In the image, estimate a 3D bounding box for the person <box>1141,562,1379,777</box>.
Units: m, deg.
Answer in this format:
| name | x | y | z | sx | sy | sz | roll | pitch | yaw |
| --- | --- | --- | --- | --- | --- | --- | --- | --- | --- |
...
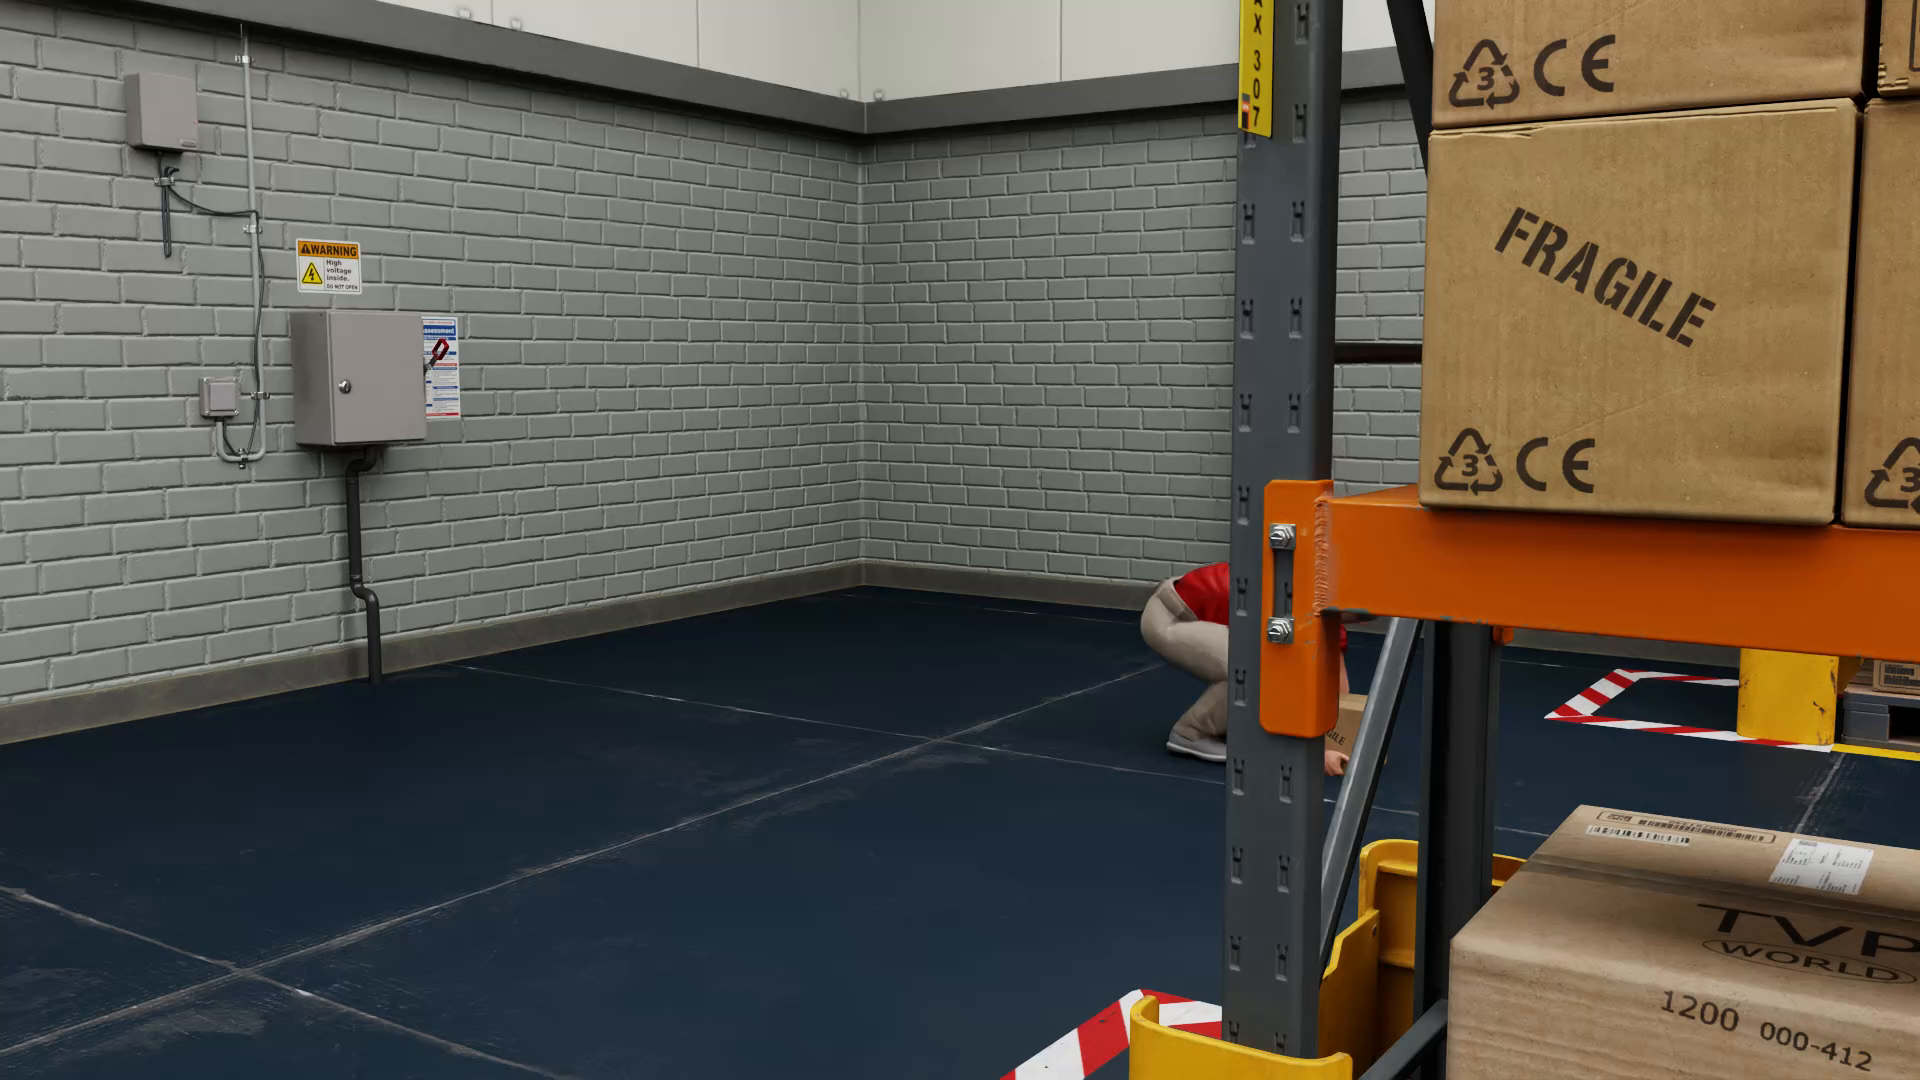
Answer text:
| name | x | y | z | sx | sy | sz | roll | pitch | yaw |
| --- | --- | --- | --- | --- | --- | --- | --- | --- | --- |
| person | 1.151 | 0.450 | 6.259 | 0.935 | 0.786 | 0.523 | 4 | 7 | 32 |
